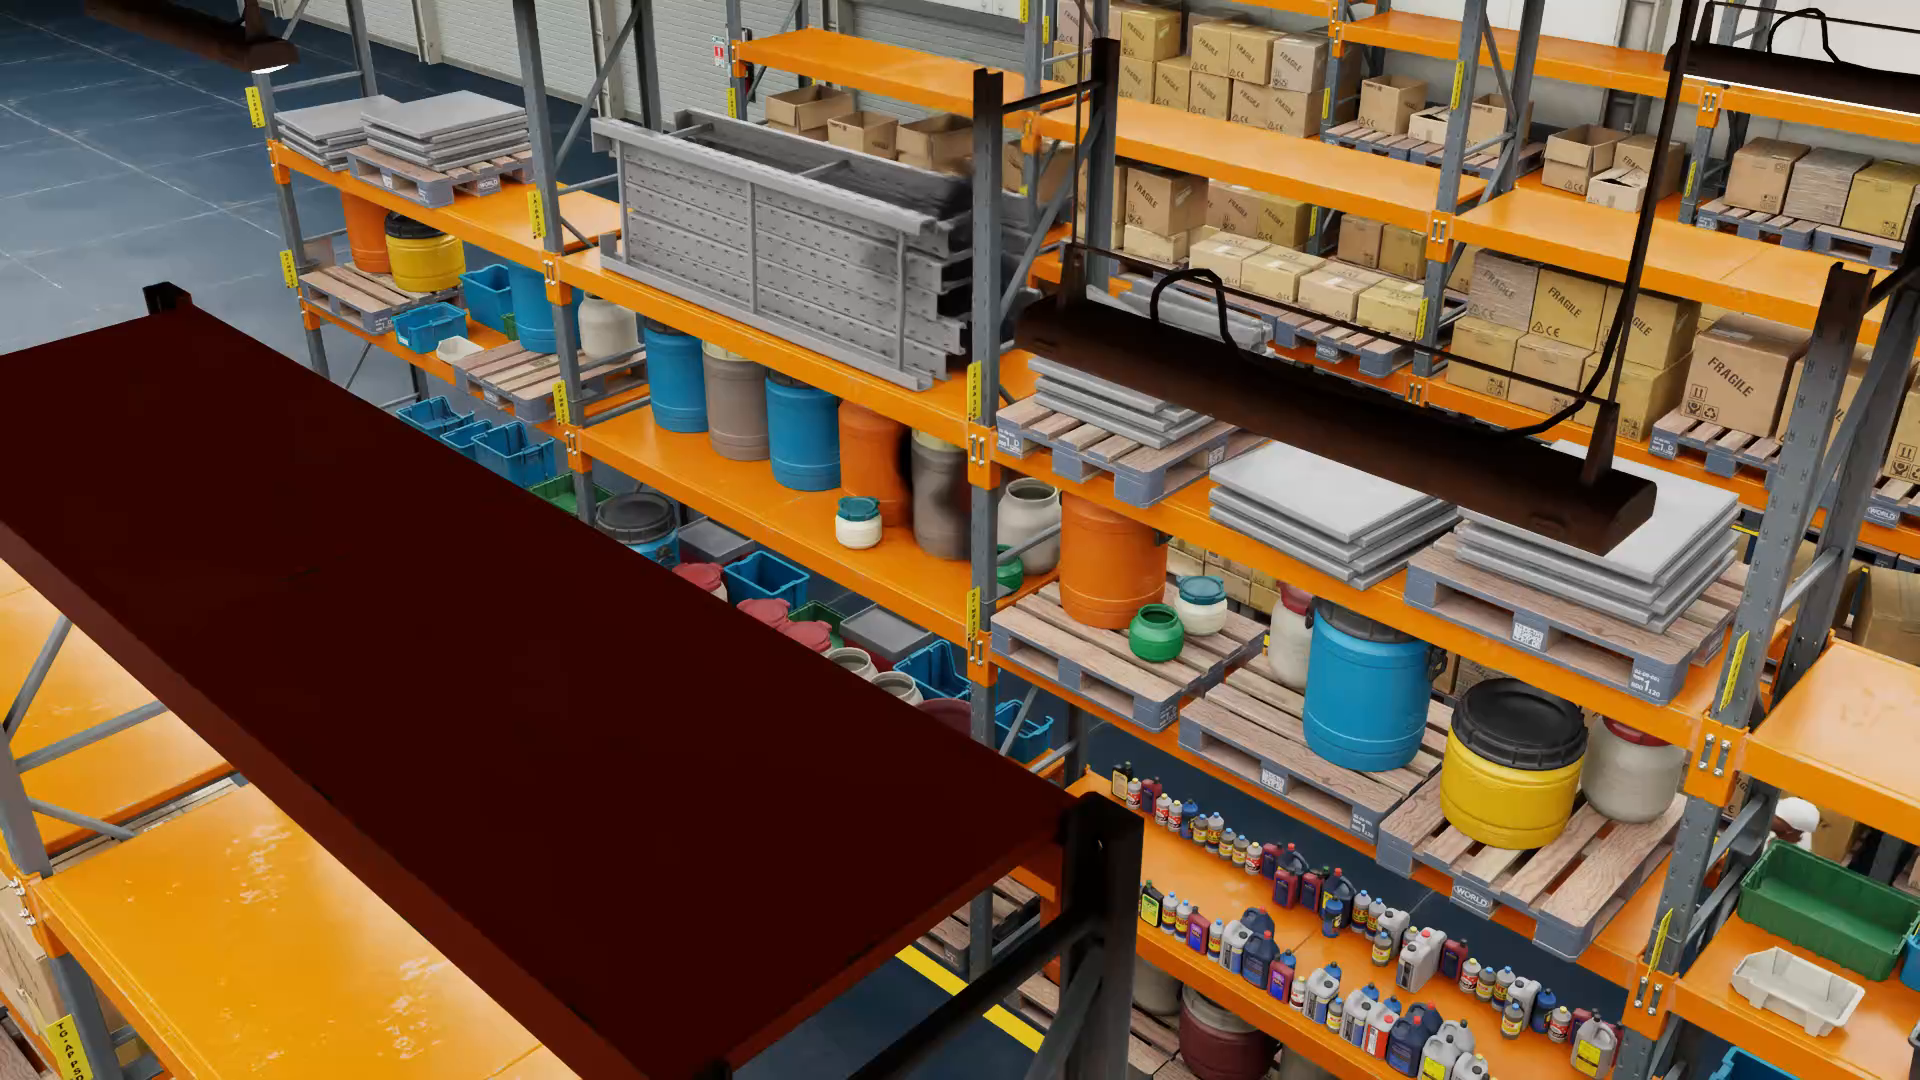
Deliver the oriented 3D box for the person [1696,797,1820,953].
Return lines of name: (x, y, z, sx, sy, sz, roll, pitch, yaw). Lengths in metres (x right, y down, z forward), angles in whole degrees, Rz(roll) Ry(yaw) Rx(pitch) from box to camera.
person: (4.937, 2.288, 10.387, 0.597, 1.721, 0.686, 18, 34, 28)
